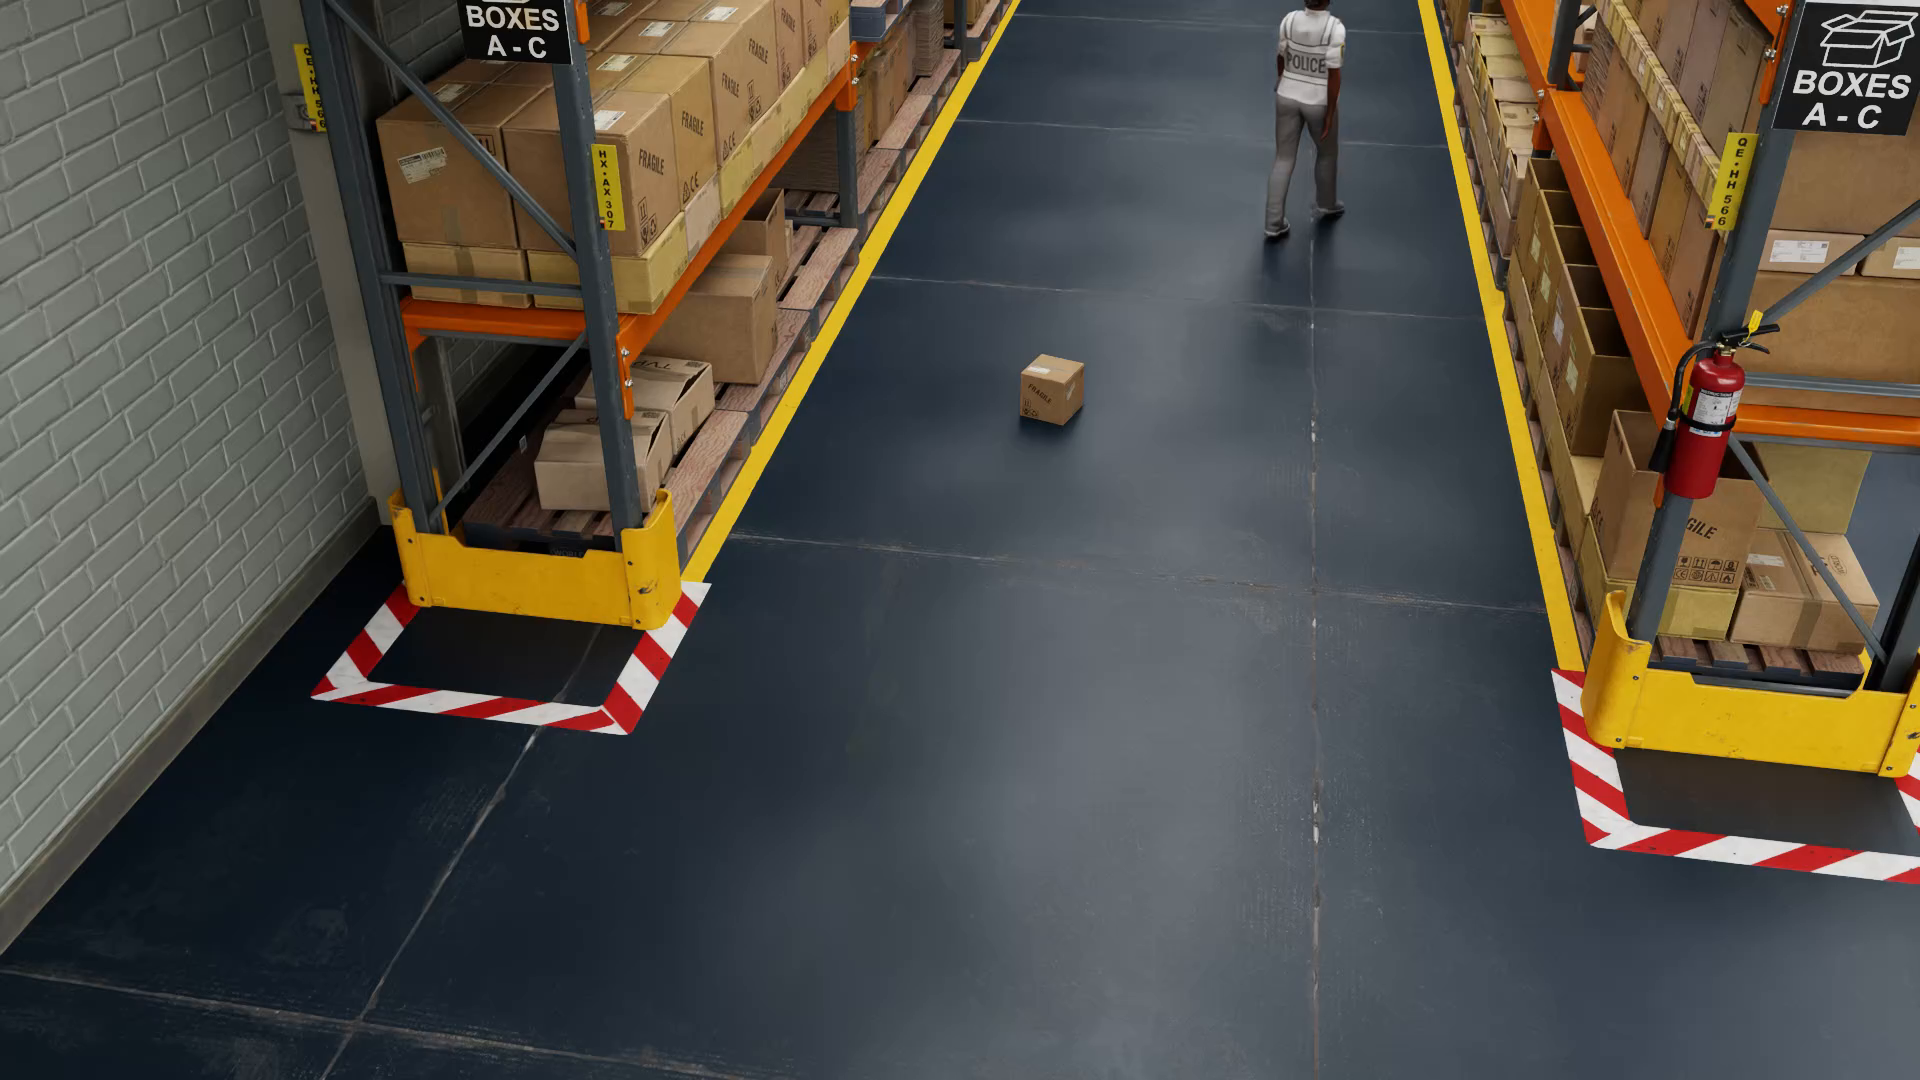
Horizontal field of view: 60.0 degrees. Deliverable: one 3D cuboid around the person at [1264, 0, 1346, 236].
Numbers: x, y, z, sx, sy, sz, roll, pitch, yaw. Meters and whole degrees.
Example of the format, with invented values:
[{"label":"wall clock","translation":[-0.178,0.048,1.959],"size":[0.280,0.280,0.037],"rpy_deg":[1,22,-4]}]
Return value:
[{"label":"person","translation":[2.209,-2.792,10.455],"size":[0.454,1.668,0.817],"rpy_deg":[16,36,23]}]
